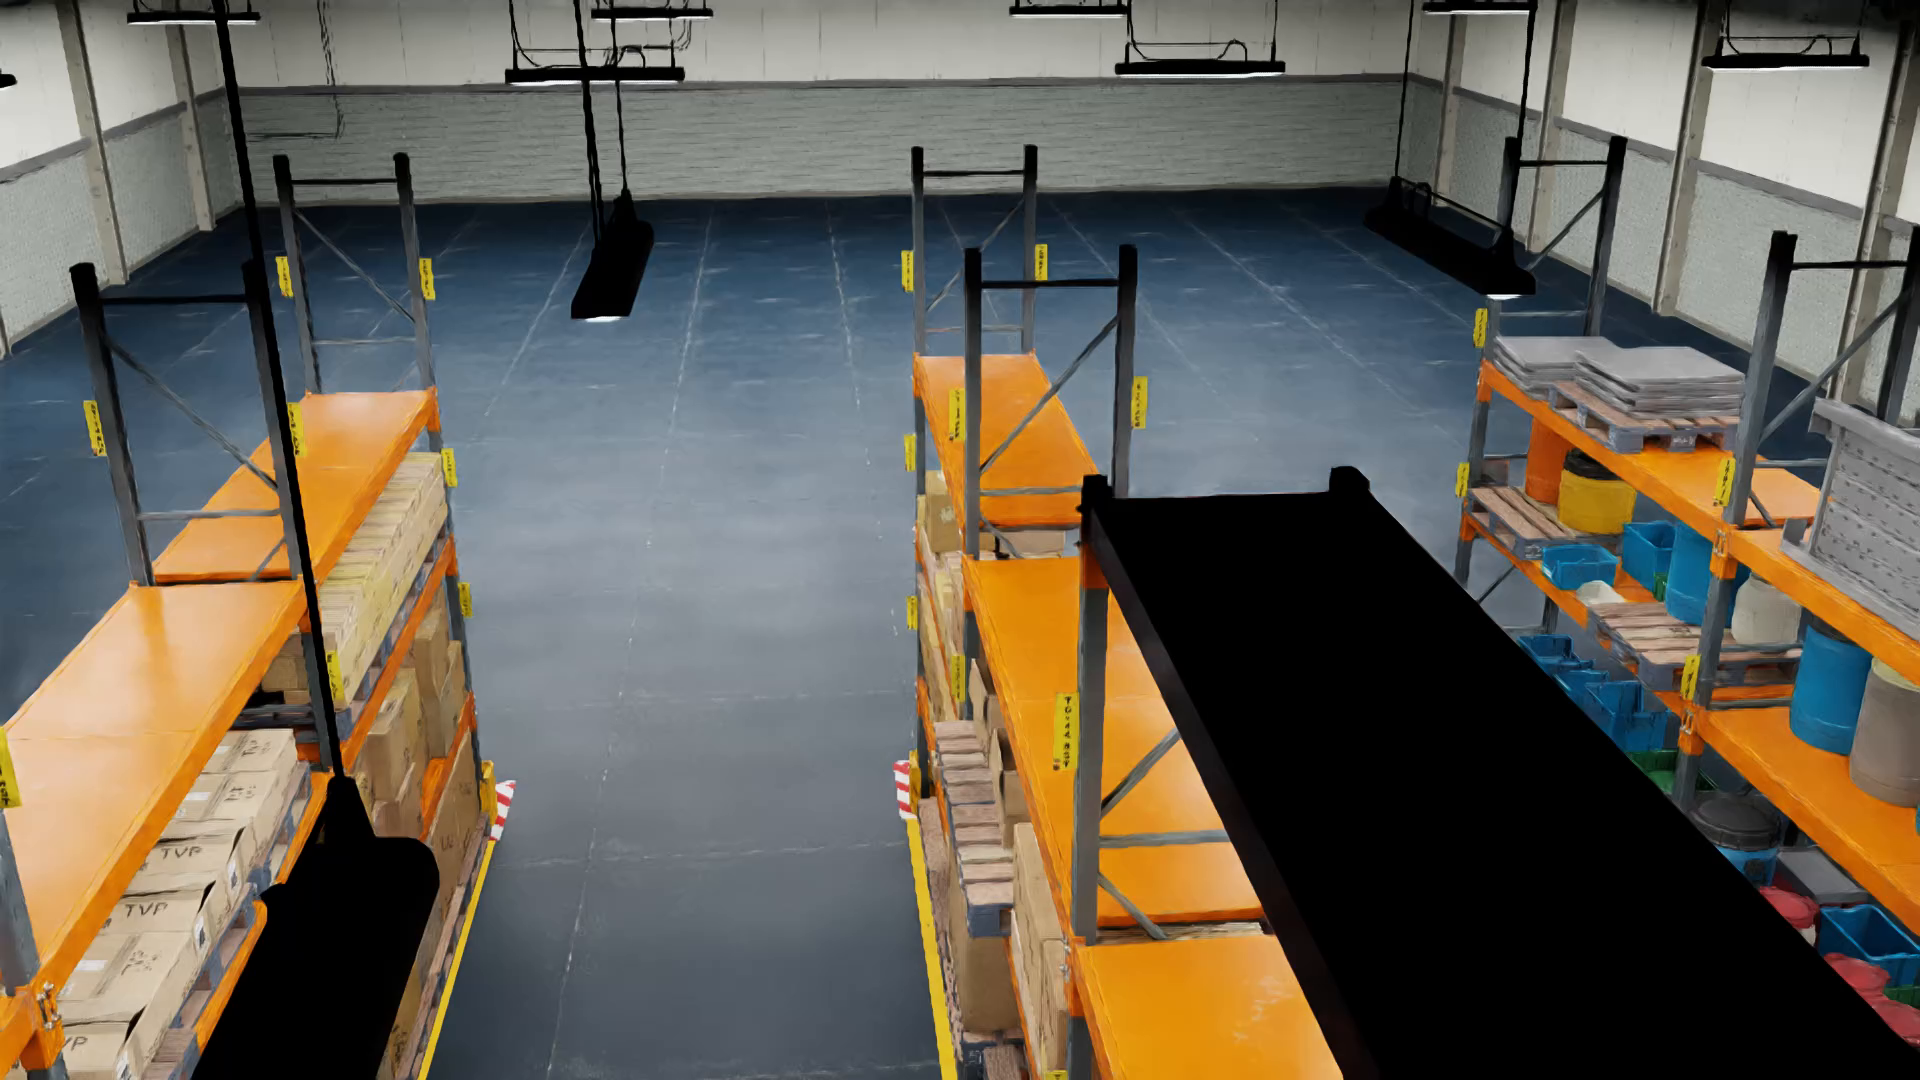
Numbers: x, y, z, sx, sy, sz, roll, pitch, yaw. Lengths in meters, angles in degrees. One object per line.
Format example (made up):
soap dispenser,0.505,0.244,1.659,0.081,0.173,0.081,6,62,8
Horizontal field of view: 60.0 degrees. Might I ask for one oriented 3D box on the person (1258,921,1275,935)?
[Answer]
person,2.076,3.144,11.371,0.634,1.722,1.045,5,22,13
